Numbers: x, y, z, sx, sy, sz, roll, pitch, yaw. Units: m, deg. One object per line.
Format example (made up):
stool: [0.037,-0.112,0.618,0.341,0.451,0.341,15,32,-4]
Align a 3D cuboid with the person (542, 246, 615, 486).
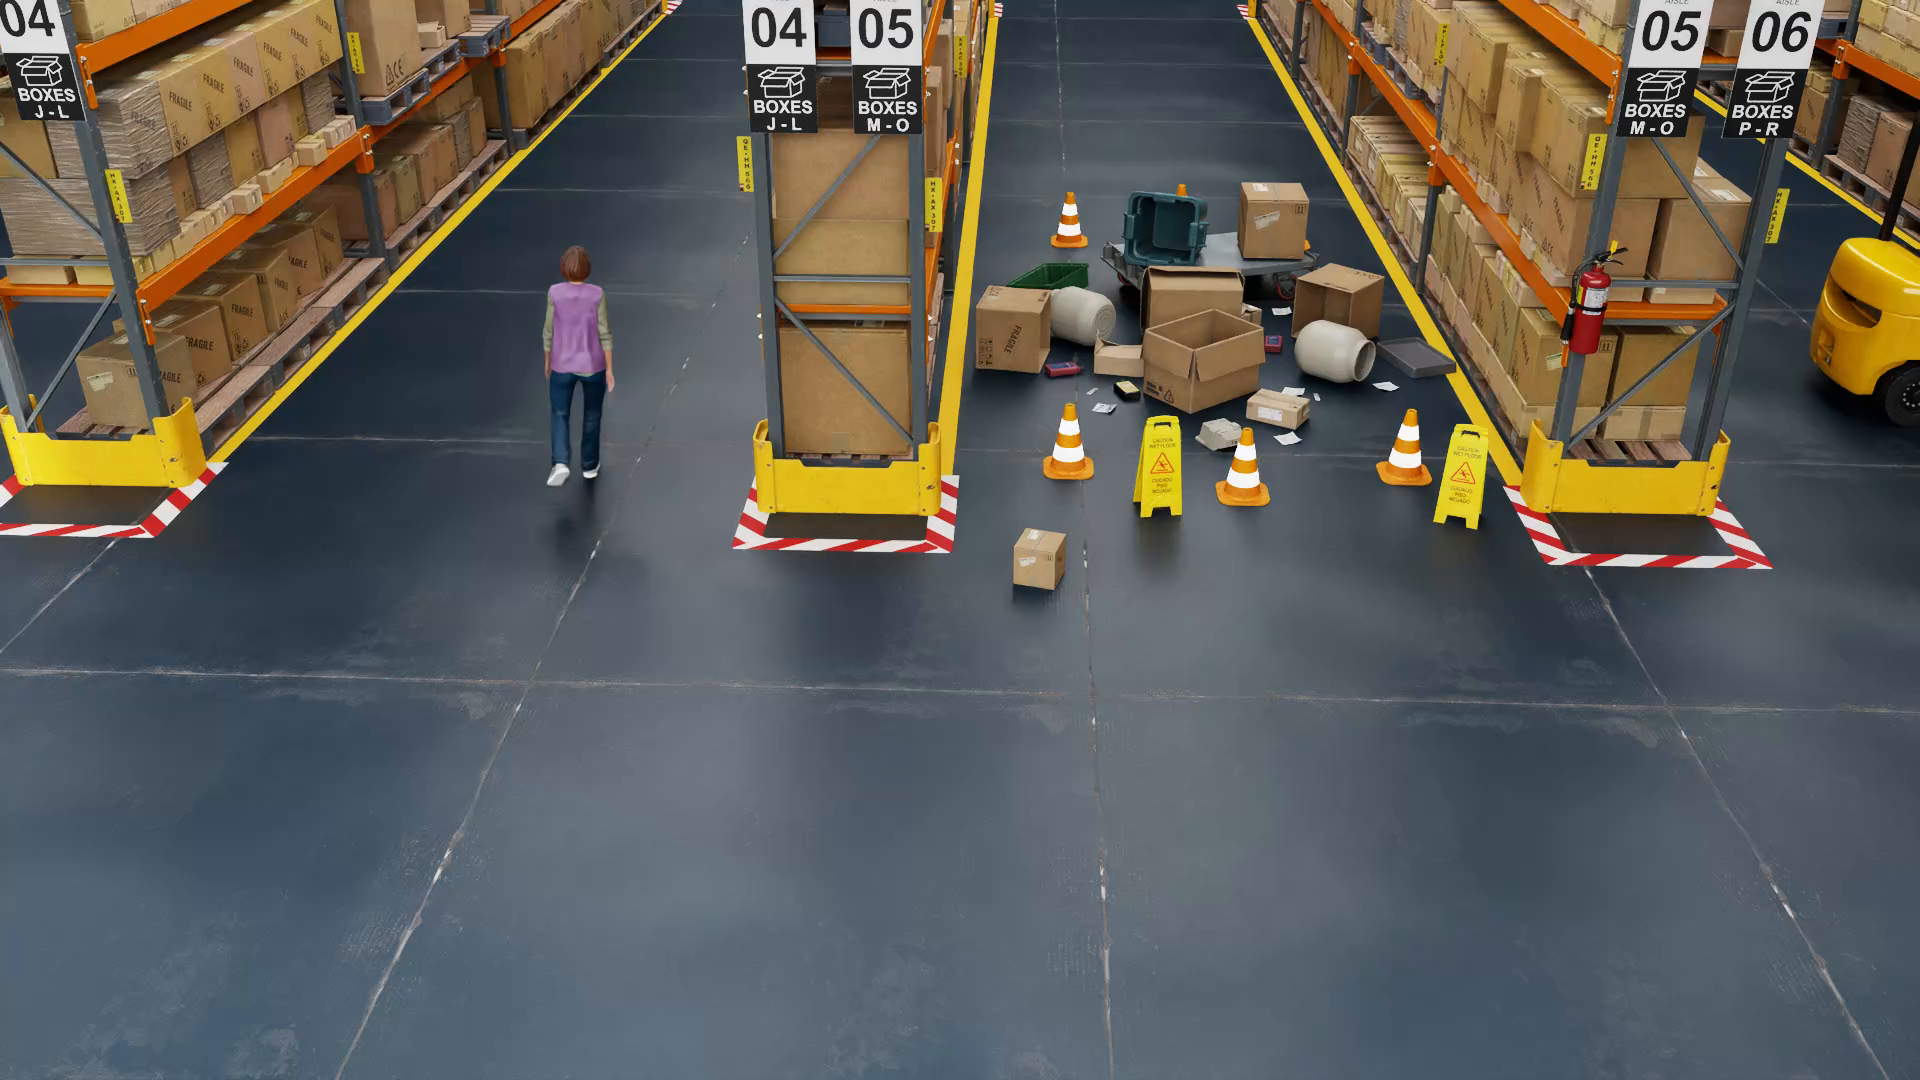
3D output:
person: [-2.439,-1.065,10.581,0.482,1.574,0.687,-3,29,-6]
